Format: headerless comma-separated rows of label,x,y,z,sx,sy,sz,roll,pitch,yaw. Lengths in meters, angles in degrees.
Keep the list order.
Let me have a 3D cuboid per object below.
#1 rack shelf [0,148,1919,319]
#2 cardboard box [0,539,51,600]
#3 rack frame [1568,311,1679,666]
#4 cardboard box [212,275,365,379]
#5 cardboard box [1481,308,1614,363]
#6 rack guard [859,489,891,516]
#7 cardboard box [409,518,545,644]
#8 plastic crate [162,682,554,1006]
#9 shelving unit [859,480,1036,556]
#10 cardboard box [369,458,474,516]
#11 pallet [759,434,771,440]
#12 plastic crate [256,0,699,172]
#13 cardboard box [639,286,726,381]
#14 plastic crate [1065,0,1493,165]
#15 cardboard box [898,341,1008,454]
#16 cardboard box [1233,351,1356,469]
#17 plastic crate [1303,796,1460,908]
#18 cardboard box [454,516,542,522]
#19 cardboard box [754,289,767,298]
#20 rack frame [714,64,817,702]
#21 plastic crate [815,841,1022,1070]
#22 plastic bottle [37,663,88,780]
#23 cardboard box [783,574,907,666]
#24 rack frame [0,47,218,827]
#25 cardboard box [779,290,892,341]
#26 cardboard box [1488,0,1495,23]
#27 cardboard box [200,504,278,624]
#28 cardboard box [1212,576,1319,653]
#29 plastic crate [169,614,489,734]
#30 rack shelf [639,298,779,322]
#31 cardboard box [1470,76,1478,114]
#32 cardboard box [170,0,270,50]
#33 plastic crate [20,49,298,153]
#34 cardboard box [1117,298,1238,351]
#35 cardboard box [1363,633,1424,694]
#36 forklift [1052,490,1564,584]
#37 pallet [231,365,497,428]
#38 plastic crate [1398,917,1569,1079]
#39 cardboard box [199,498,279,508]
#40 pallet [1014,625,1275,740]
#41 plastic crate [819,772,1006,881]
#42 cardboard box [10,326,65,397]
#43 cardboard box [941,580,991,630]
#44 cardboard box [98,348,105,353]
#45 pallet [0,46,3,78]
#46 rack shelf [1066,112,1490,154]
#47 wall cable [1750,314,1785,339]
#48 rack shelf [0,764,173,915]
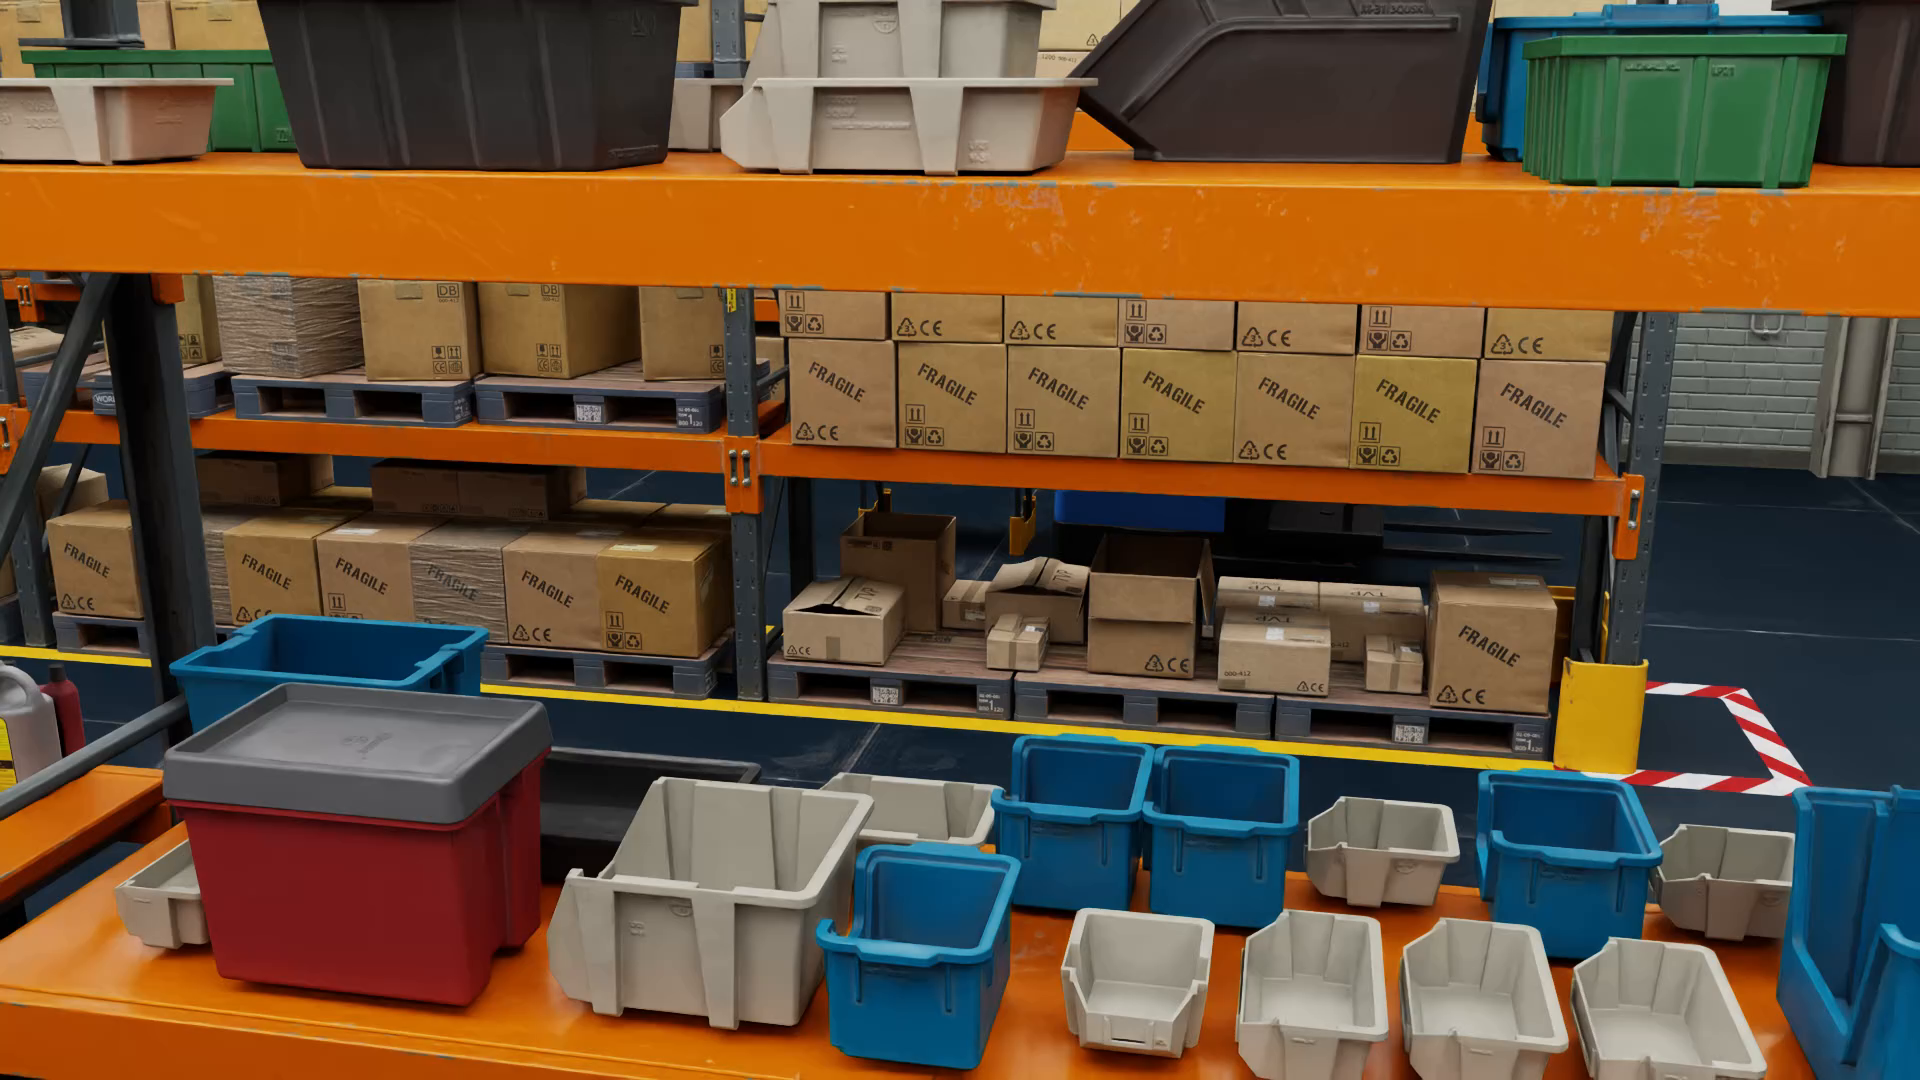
rack shelf,0.039,-0.482,2.843,4.000,0.370,1.077,3,16,11
cardboard box,-5.415,0.160,9.159,0.500,0.250,0.500,3,16,12
rack frame,2.989,-0.573,7.441,0.127,3.000,1.000,3,16,11
cardboard box,-3.353,-1.146,8.537,0.500,0.500,0.700,6,17,22
cardboard box,2.498,-1.055,7.120,0.500,0.500,0.500,3,16,11
rack guard,-0.563,-0.151,11.069,0.087,0.250,0.587,3,16,11
cardboard box,-2.445,0.201,8.507,0.500,0.500,0.500,3,16,12
plastic crate,-1.096,0.563,3.107,0.583,0.464,0.402,3,16,11
shelving unit,-0.075,-0.727,10.806,1.083,1.500,0.587,3,16,11
cardboard box,-2.828,-0.323,8.994,0.500,0.250,0.500,3,16,10
pallet,-1.917,-0.823,13.569,1.213,0.211,1.003,3,16,11
plastic crate,-0.759,-0.735,2.651,0.590,0.269,0.497,3,16,11
cardboard box,-1.350,-1.120,8.442,0.500,0.500,0.700,-2,16,-8
plastic crate,0.556,-0.846,2.924,0.767,0.338,0.504,3,16,11
cardboard box,0.017,-0.709,7.745,0.500,0.500,0.500,3,16,12
cardboard box,1.499,-0.628,7.453,0.500,0.500,0.500,3,16,12
plastic crate,0.860,0.647,3.419,0.298,0.136,0.250,3,16,11
cardboard box,-2.369,0.064,9.002,0.500,0.500,0.500,3,16,12
cardboard box,-1.571,-1.993,13.001,0.250,0.149,0.380,3,16,10
rack frame,-0.931,-0.786,8.209,0.127,3.000,1.000,3,16,11
plastic crate,-0.065,0.732,2.930,0.300,0.233,0.416,3,16,11
plastic bottle,-2.196,0.435,4.020,0.133,0.283,0.061,3,16,11
cardboard box,-0.562,0.377,8.224,0.500,0.311,0.500,3,16,11
rack frame,-1.921,0.510,3.532,0.127,3.000,1.000,3,16,11
cardboard box,-0.525,-1.217,7.706,0.500,0.500,0.500,4,16,13
cardboard box,1.945,-2.174,6.947,0.500,0.250,0.500,3,16,11
cardboard box,-3.947,0.120,8.799,0.500,0.500,0.500,3,16,9
cardboard box,1.533,0.384,8.313,0.500,0.250,0.500,3,16,11
plastic crate,-1.396,0.424,3.758,0.575,0.384,0.392,3,16,11
rack shelf,-1.907,-1.841,13.368,4.000,0.370,1.077,3,16,11
cardboard box,1.945,-1.934,7.016,0.500,0.250,0.500,3,16,11
cardboard box,-3.407,-2.423,8.313,0.500,0.500,0.910,3,16,11
plastic crate,-1.446,-0.890,3.364,0.662,0.188,0.450,3,16,11
cardboard box,0.991,-1.135,7.410,0.500,0.500,0.500,4,16,13
cardboard box,2.028,0.571,7.795,0.250,0.166,0.380,3,16,11
forklift,2.144,-1.265,10.067,3.031,2.935,1.130,4,16,13
pallet,-2.944,-0.804,8.633,1.213,0.211,1.003,3,16,11
plastic crate,0.882,0.806,2.846,0.243,0.136,0.396,3,16,11
cardboard box,-3.887,-0.017,9.294,0.500,0.500,0.500,4,16,13
pallet,0.941,0.660,8.216,1.213,0.211,1.003,3,16,11
plastic crate,-0.155,0.622,3.508,0.466,0.136,0.293,3,16,11
cardboard box,-5.198,-0.986,9.100,0.500,0.311,0.500,4,16,15
cardboard box,0.064,0.337,8.674,0.250,0.149,0.380,3,16,11
cardboard box,-7.062,-1.480,14.573,0.500,0.500,0.700,4,16,13
pallet,-2.709,-0.861,3.215,1.003,0.211,1.213,3,16,11
rack shelf,1.029,-1.778,7.520,4.000,0.370,1.077,3,16,11
wall cable,5.416,-2.538,12.631,1.851,1.984,0.084,3,16,11
rack shelf,-3.881,0.750,4.012,4.000,0.370,1.077,3,16,11
